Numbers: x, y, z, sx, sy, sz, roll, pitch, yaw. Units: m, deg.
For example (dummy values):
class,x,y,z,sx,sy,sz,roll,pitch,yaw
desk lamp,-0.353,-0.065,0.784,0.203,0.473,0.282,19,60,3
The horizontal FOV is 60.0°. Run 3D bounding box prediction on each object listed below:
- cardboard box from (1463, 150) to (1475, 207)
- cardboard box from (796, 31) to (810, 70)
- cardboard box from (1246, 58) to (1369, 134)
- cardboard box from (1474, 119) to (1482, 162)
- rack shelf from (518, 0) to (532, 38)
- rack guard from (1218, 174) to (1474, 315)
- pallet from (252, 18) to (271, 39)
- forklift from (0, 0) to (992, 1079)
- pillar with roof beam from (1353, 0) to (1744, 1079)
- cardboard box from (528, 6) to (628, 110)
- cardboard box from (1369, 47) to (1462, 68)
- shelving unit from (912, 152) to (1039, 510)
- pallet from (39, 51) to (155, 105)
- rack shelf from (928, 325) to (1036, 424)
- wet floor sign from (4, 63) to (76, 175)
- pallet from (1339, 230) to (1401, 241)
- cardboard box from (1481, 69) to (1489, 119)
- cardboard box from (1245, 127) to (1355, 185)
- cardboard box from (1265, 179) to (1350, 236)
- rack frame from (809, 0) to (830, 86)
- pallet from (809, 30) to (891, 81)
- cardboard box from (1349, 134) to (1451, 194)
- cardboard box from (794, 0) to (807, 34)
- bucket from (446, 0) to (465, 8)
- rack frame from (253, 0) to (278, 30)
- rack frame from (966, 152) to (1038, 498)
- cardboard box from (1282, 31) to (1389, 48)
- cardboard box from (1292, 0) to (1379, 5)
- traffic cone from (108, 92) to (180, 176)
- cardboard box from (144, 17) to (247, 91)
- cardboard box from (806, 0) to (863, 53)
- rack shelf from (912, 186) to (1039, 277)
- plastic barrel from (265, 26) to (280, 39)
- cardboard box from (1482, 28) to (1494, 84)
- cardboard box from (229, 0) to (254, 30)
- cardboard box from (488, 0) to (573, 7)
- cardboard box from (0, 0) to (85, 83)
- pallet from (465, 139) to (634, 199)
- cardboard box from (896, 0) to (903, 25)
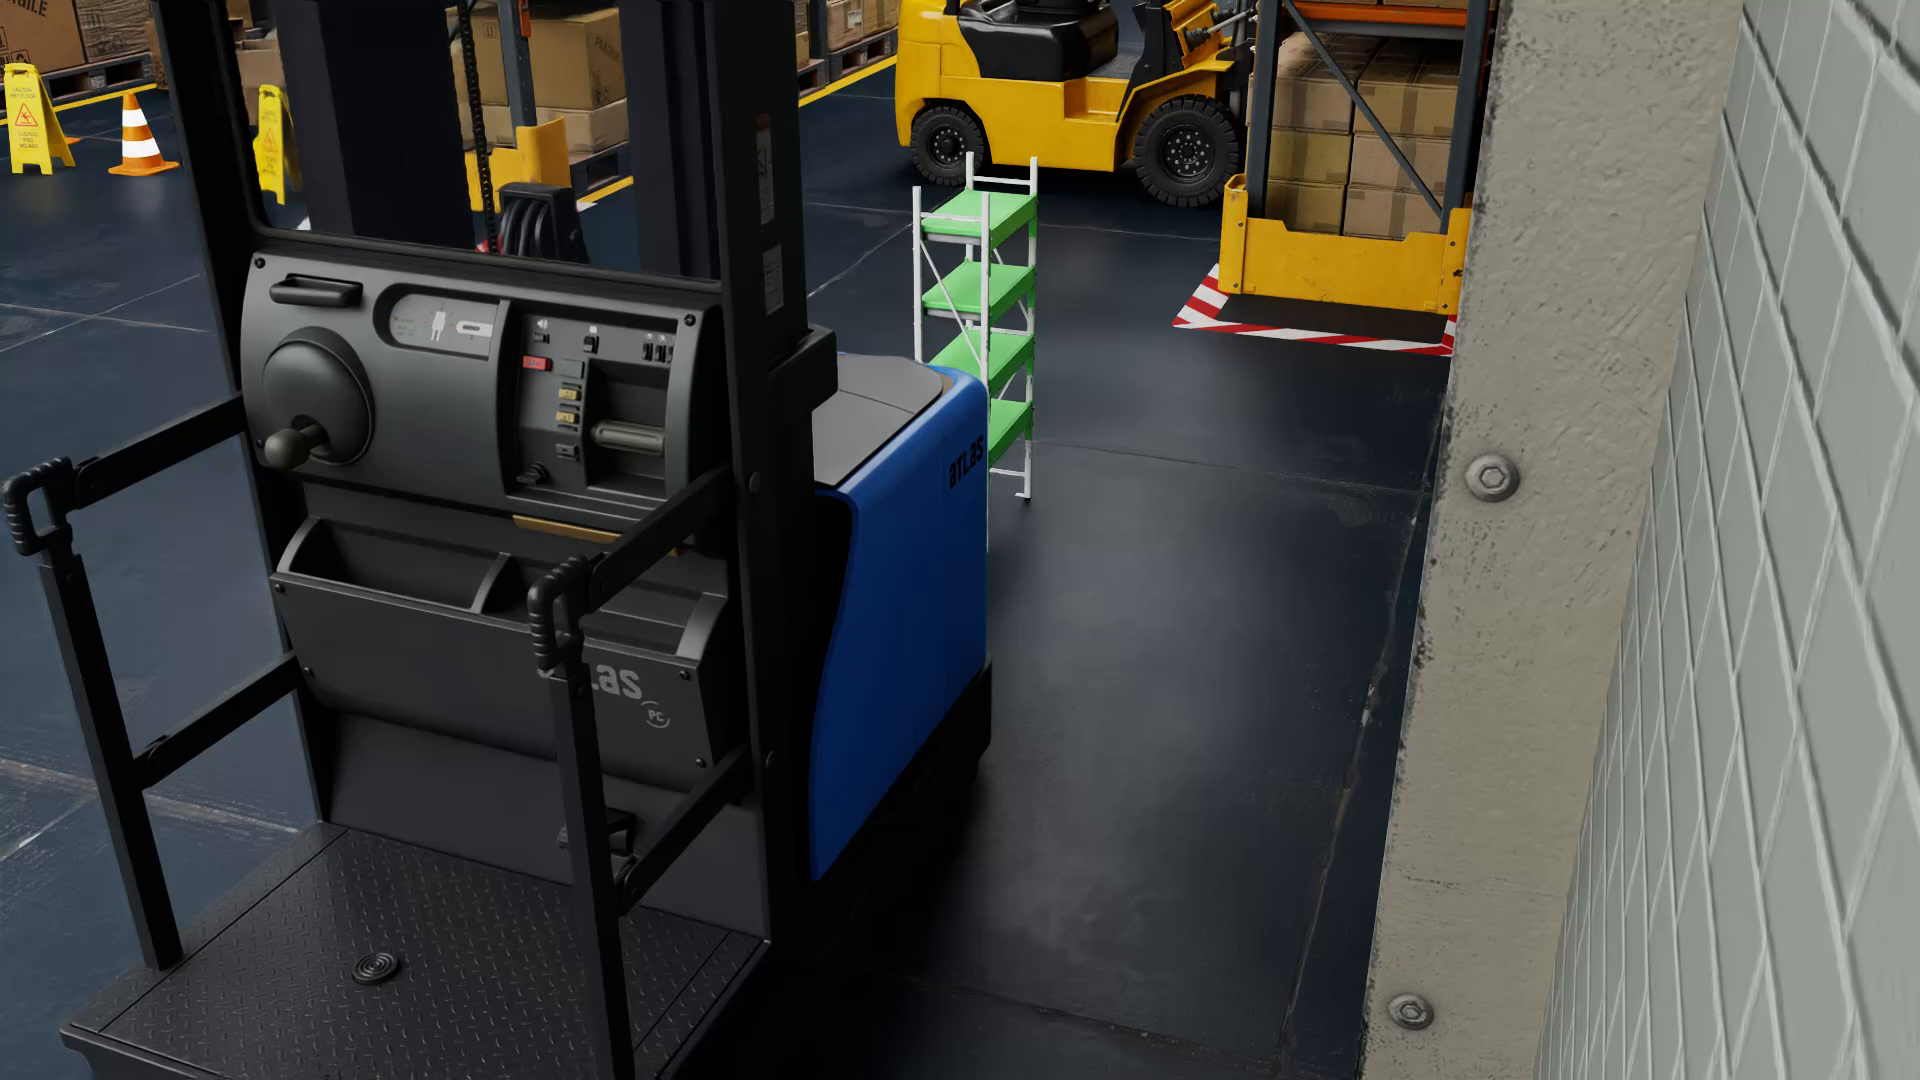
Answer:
class,x,y,z,sx,sy,sz,roll,pitch,yaw
cardboard box,2.394,-1.878,8.677,0.500,0.250,0.500,9,27,18
cardboard box,-1.442,-3.581,12.195,0.500,0.250,0.500,10,28,20
cardboard box,1.711,-2.186,8.165,0.500,0.250,0.500,10,27,19
cardboard box,2.706,-2.297,9.542,0.500,0.250,0.500,9,27,18
rack shelf,-2.164,-3.766,10.728,1.077,0.370,4.000,9,27,17
rack guard,1.844,-1.415,7.915,1.175,0.500,0.348,9,27,17
pallet,-6.015,-4.661,14.951,1.003,0.211,1.213,9,27,17
forklift,-0.933,-0.236,2.690,1.130,2.935,3.031,10,28,19
pillar with roof beam,-3.122,-3.564,2.601,9.100,9.000,0.400,9,27,17
cardboard box,-2.293,-2.858,9.841,0.500,0.500,0.500,8,27,16
cardboard box,2.354,-2.327,8.457,0.500,0.250,0.500,9,27,18
shelving unit,0.055,-0.608,5.445,0.258,1.200,0.503,9,27,17
pallet,-6.931,-3.529,12.613,1.003,0.211,1.213,9,27,17
rack shelf,0.055,-0.551,5.473,0.258,0.148,0.480,9,27,17
wet floor sign,-5.674,-2.586,10.166,0.267,0.644,0.232,4,26,8
pallet,2.067,-1.615,8.660,1.003,0.211,1.213,9,27,17
cardboard box,2.708,-2.514,9.417,0.500,0.250,0.500,9,27,17
cardboard box,1.719,-1.972,8.296,0.500,0.250,0.500,8,27,17
cardboard box,1.711,-1.740,8.392,0.500,0.250,0.500,9,27,18
rack frame,-1.499,-4.912,12.269,1.000,3.000,0.127,9,27,17
pallet,-1.241,-3.977,13.538,1.003,0.211,1.213,9,27,17
cardboard box,2.205,-1.889,8.126,0.500,0.250,0.500,9,27,18
cardboard box,-1.442,-3.919,12.031,0.500,0.500,0.500,8,27,17
bucket,-4.071,-4.409,13.242,0.726,0.611,0.620,20,22,35
rack frame,-6.200,-5.588,13.666,1.000,3.000,0.127,9,27,17
rack frame,0.136,-0.708,5.653,0.240,1.200,0.015,9,27,17
cardboard box,2.034,-2.605,9.031,0.500,0.250,0.500,9,27,18
cardboard box,1.768,-2.835,7.865,0.500,0.500,0.500,8,27,16
traffic cone,-5.063,-2.511,10.222,0.336,0.463,0.334,9,27,17
cardboard box,-5.749,-3.678,12.585,0.500,0.500,0.500,14,29,26
cardboard box,-1.326,-4.134,13.196,0.950,0.372,0.625,9,27,18
rack shelf,0.055,-0.983,5.264,0.258,0.148,0.480,9,27,17
plastic barrel,-5.131,-3.740,12.805,0.421,0.421,0.512,-14,29,-27
cardboard box,2.707,-2.741,9.311,0.500,0.250,0.500,8,27,16
cardboard box,-6.475,-4.573,13.525,0.875,0.875,0.875,9,27,18
cardboard box,-2.639,-3.139,10.421,0.500,0.500,0.500,10,28,19
cardboard box,-7.077,-3.827,11.985,0.875,0.875,0.875,8,27,17
pallet,-2.501,-2.373,10.225,1.003,0.211,1.213,9,27,17
cardboard box,-0.861,-4.716,14.398,0.950,0.372,0.625,10,27,19
